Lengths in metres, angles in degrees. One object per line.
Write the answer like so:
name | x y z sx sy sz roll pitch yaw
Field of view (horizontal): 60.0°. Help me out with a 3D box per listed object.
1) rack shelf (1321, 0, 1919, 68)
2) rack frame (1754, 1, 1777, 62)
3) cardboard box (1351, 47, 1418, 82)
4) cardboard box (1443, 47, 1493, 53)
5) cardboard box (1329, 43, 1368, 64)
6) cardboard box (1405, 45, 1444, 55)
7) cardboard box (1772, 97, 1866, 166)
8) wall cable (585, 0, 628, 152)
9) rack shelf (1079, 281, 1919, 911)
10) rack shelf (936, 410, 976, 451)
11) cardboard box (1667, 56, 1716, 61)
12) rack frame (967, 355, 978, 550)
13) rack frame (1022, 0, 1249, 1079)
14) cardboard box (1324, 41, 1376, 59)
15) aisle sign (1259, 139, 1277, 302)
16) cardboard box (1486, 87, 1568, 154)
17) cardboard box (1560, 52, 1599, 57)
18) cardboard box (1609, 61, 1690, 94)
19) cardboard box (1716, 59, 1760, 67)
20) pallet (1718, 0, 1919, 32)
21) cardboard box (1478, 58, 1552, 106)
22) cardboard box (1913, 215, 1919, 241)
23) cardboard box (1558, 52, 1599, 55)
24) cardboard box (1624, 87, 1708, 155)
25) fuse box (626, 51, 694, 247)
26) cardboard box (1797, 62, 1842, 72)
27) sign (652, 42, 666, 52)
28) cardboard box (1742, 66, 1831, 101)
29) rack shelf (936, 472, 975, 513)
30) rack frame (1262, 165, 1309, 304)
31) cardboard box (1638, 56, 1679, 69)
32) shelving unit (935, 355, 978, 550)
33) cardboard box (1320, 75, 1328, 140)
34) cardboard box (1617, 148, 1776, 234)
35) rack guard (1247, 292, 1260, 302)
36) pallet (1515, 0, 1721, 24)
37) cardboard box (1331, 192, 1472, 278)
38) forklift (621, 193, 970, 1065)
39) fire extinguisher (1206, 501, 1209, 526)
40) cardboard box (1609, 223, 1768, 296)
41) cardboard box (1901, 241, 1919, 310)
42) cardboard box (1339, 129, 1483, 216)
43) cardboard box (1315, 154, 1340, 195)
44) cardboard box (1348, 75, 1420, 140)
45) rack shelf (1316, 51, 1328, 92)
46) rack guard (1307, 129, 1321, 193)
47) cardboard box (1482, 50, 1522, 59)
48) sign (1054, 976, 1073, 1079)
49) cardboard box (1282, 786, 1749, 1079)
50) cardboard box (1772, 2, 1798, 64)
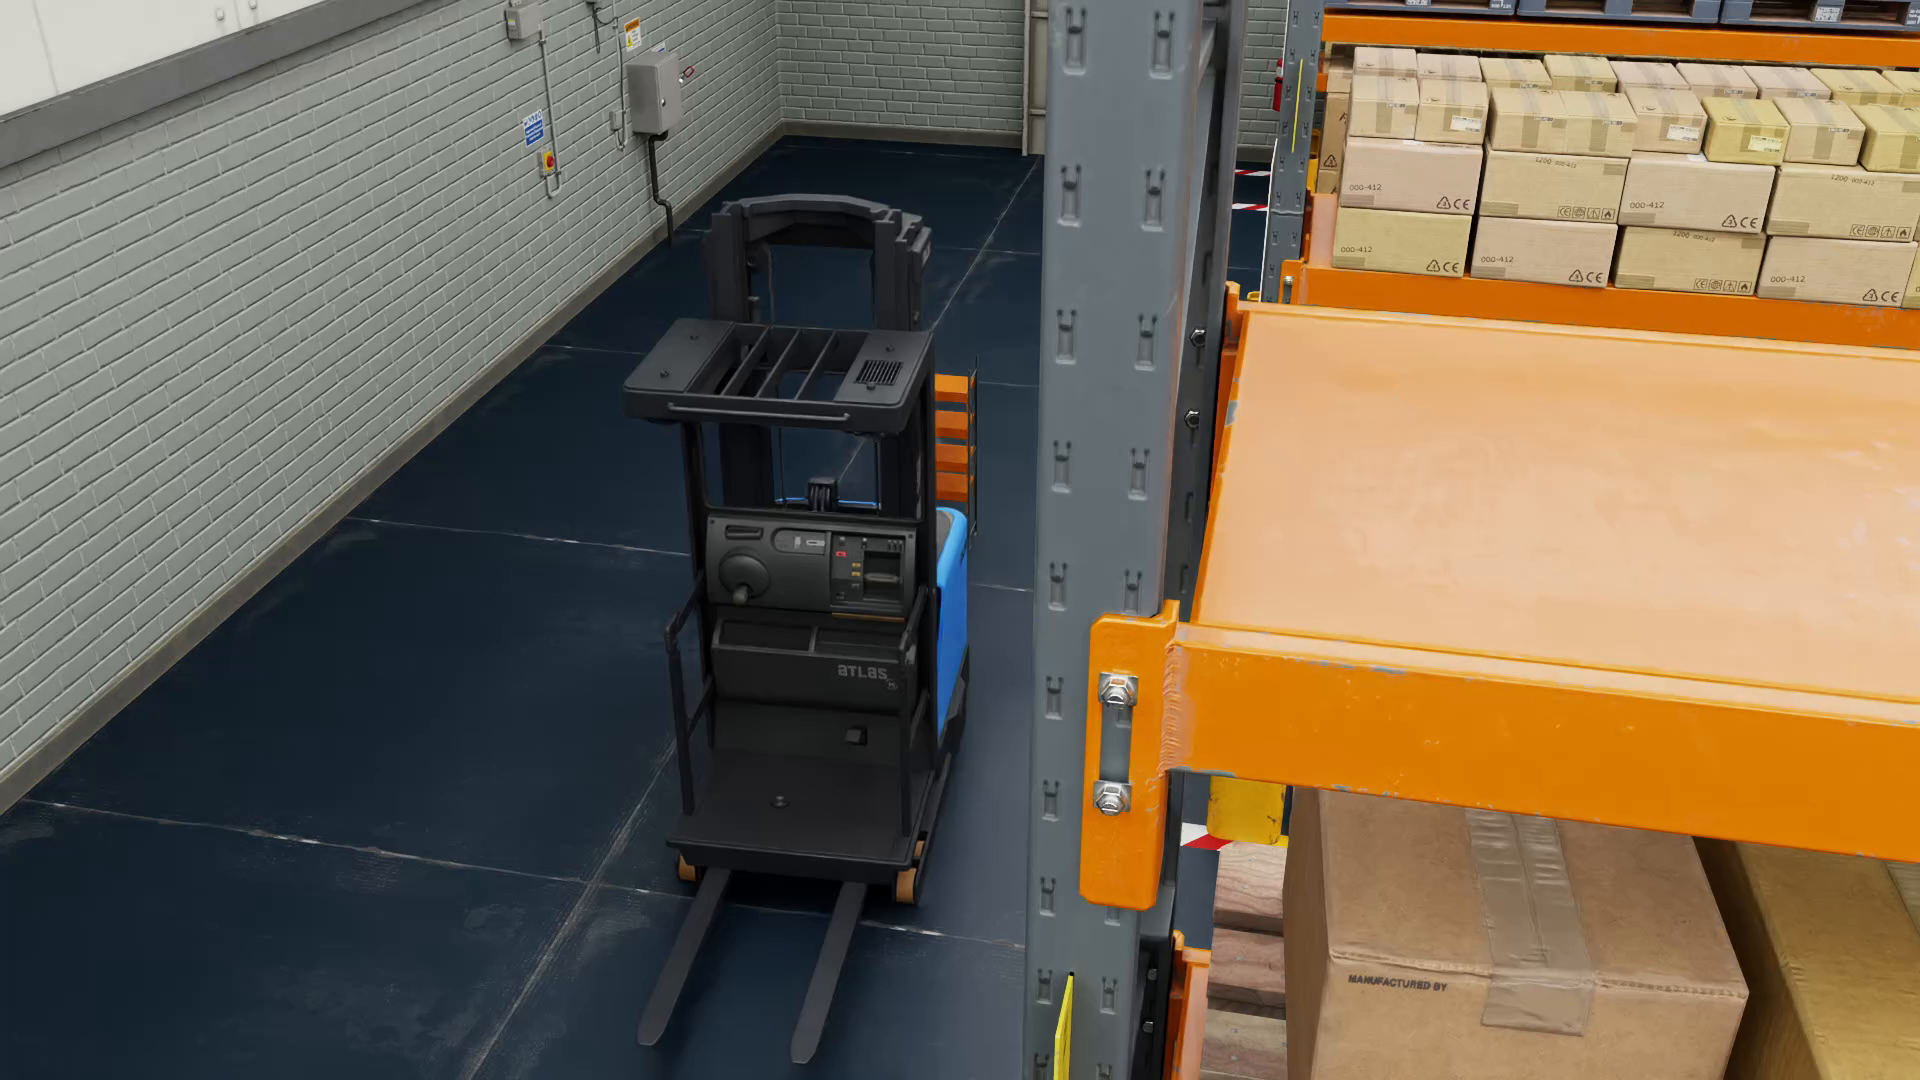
rack shelf | 4.265 -3.313 10.965 4.000 0.370 1.077 6 29 11
rack frame | 7.254 -4.443 15.405 0.127 3.000 1.000 6 29 11
cardboard box | 1.761 -1.927 6.905 0.250 0.149 0.380 6 29 10
cardboard box | 4.719 -4.638 15.606 0.500 0.250 0.500 5 29 10
cardboard box | 2.702 -3.338 11.565 0.250 0.149 0.380 6 29 11
cardboard box | 3.225 -3.338 11.564 0.250 0.149 0.380 6 29 10
cardboard box | 3.156 -1.513 6.150 0.250 0.149 0.380 7 29 12
wall cable | -2.925 -4.180 13.866 0.122 1.984 0.588 6 29 11
rack shelf | 2.195 0.201 1.840 4.000 0.370 1.077 6 29 11
rack shelf | -0.162 -0.680 10.079 0.480 0.148 0.258 6 29 11
cardboard box | 6.705 -4.445 15.253 0.500 0.250 0.500 7 29 12
rack frame | 0.077 -0.518 10.110 0.015 1.200 0.240 6 29 11
rack frame | 0.240 -0.491 1.937 0.127 3.000 1.000 6 29 11
cardboard box | 3.729 -4.737 15.788 0.500 0.250 0.500 6 29 11
aisle sign | 1.240 -1.185 6.746 0.004 0.787 0.394 6 29 11
cardboard box | 2.139 -1.588 6.285 0.250 0.149 0.380 6 29 10
cardboard box | 4.214 -3.201 11.314 0.250 0.149 0.380 7 29 12
cardboard box | 2.749 -1.802 6.676 0.250 0.149 0.380 5 29 9
cardboard box | 5.223 -3.110 11.149 0.250 0.149 0.380 6 29 10
pallet | 5.423 -3.476 10.606 1.213 0.211 1.003 6 29 11
cardboard box | 2.233 -1.831 6.730 0.250 0.149 0.380 5 29 9
cardboard box | 3.764 -1.281 6.140 0.500 0.250 0.500 7 29 13
cardboard box | 5.727 -4.544 15.435 0.500 0.250 0.500 6 29 10
cardboard box | 2.651 -1.587 6.283 0.250 0.149 0.380 7 29 12
fuse box | -2.629 -3.474 14.976 0.414 1.711 0.539 6 29 11
cardboard box | 5.712 -3.051 11.040 0.250 0.149 0.380 6 29 11
sign | -2.728 -4.251 15.151 0.001 0.494 0.329 6 29 11
cardboard box | 3.261 -1.762 6.604 0.250 0.149 0.380 5 29 9
rack shelf | -0.162 -0.310 10.282 0.480 0.148 0.258 6 29 11
rack frame | 1.374 -0.178 7.614 0.127 3.000 1.000 6 29 11
cardboard box | 4.707 -3.137 11.198 0.250 0.149 0.380 6 29 10
shelving unit | -0.162 -0.543 10.154 0.503 1.200 0.258 6 29 11
cardboard box | 2.830 -3.059 11.731 0.500 0.500 0.500 7 29 12
cardboard box | 2.751 -1.373 6.309 0.500 0.250 0.500 6 29 11
rack guard | 2.286 -1.419 12.484 0.348 0.500 1.175 6 29 11
pallet | 4.233 -3.599 10.831 1.213 0.211 1.003 6 29 11
cardboard box | 1.760 -1.263 6.628 0.500 0.250 0.500 7 29 12
forklift | -0.683 0.156 7.074 1.130 2.935 3.031 4 29 8
fire extinguisher | 1.224 -0.223 8.164 0.183 0.674 0.296 6 29 11
cardboard box | 2.780 -1.163 6.445 0.500 0.250 0.500 5 29 9
cardboard box | 3.767 -1.056 6.249 0.500 0.250 0.500 6 29 10
cardboard box | 1.759 -1.481 6.505 0.500 0.250 0.500 6 29 11
cardboard box | 2.719 -2.374 11.521 0.500 0.500 0.500 6 29 10
cardboard box | 1.643 -1.683 6.459 0.250 0.149 0.380 6 29 10
rack shelf | 5.298 -4.328 15.944 4.000 0.370 1.077 6 29 11
rack guard | 3.416 -3.741 16.724 0.348 0.500 1.175 6 29 11
cardboard box | 3.704 -3.234 11.374 0.250 0.149 0.380 6 29 10
sign | 0.118 0.667 1.954 0.005 0.325 0.100 6 29 11
cardboard box | 0.759 0.580 2.460 0.500 0.500 0.700 4 29 7
cardboard box | 7.680 -4.518 14.999 0.500 0.500 0.700 7 29 12
